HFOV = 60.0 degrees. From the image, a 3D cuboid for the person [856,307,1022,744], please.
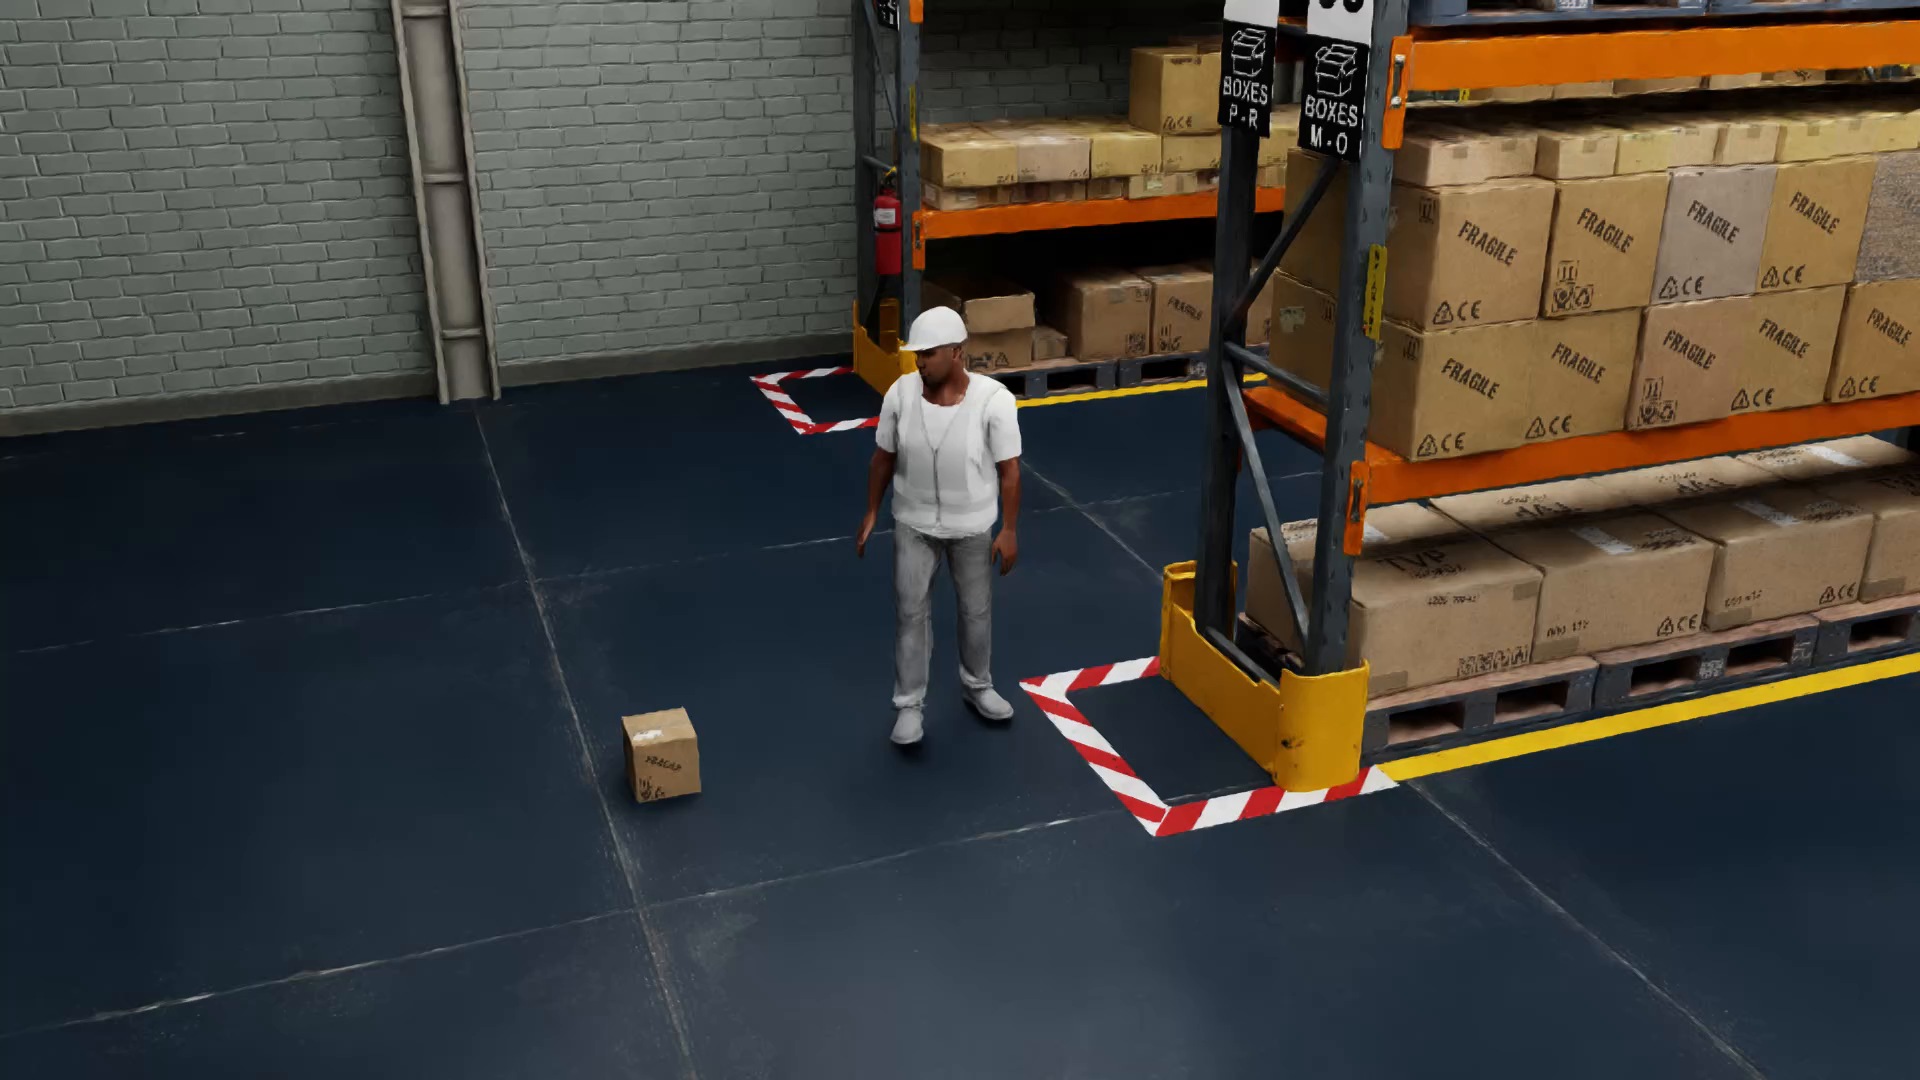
[{"bbox_3d":[-0.094,-0.051,6.621,0.670,1.763,0.582,3,23,8],"label":"person"}]
